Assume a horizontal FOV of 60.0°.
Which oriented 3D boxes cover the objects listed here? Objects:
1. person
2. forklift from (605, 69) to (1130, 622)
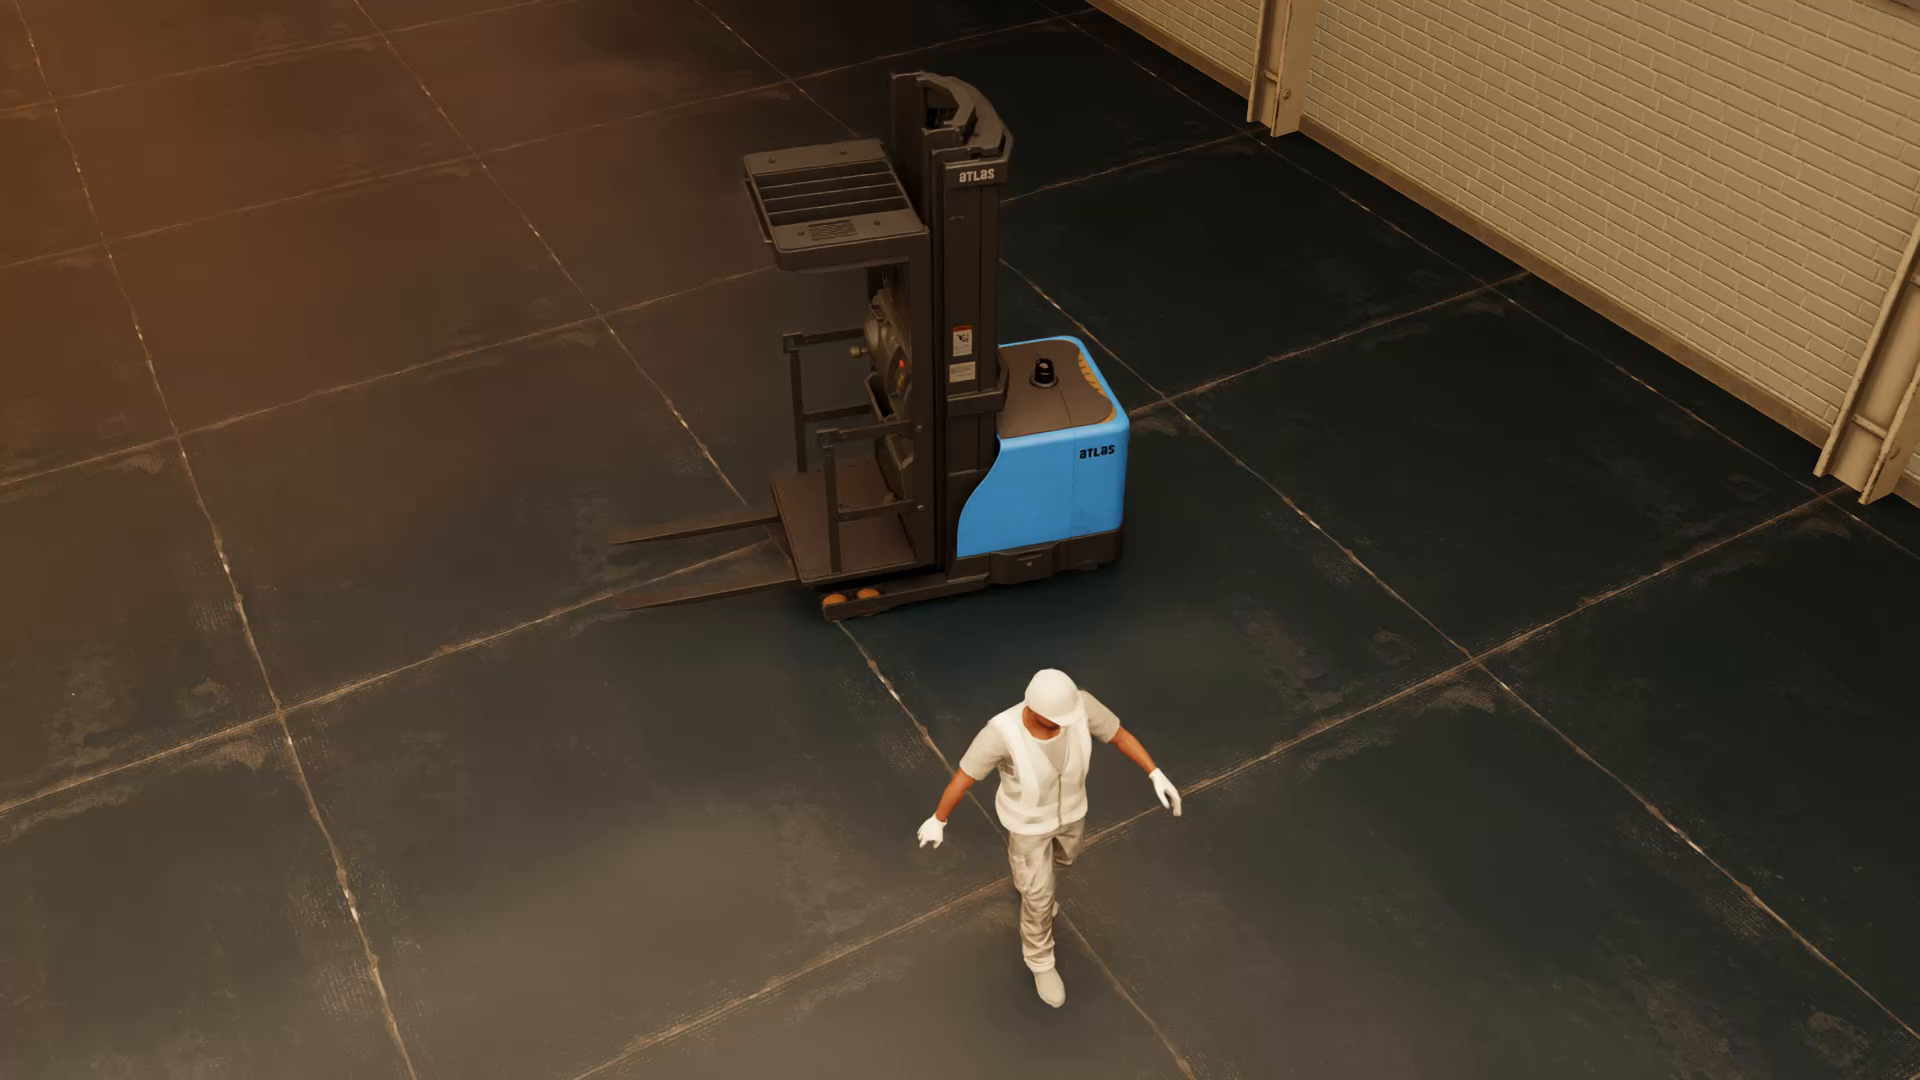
[{"bbox_3d":[0.375,1.271,7.438,1.019,1.760,0.756,-20,44,-23],"label":"person"},{"bbox_3d":[-0.588,-1.023,9.270,3.031,2.935,1.130,-10,41,-12],"label":"forklift"}]
